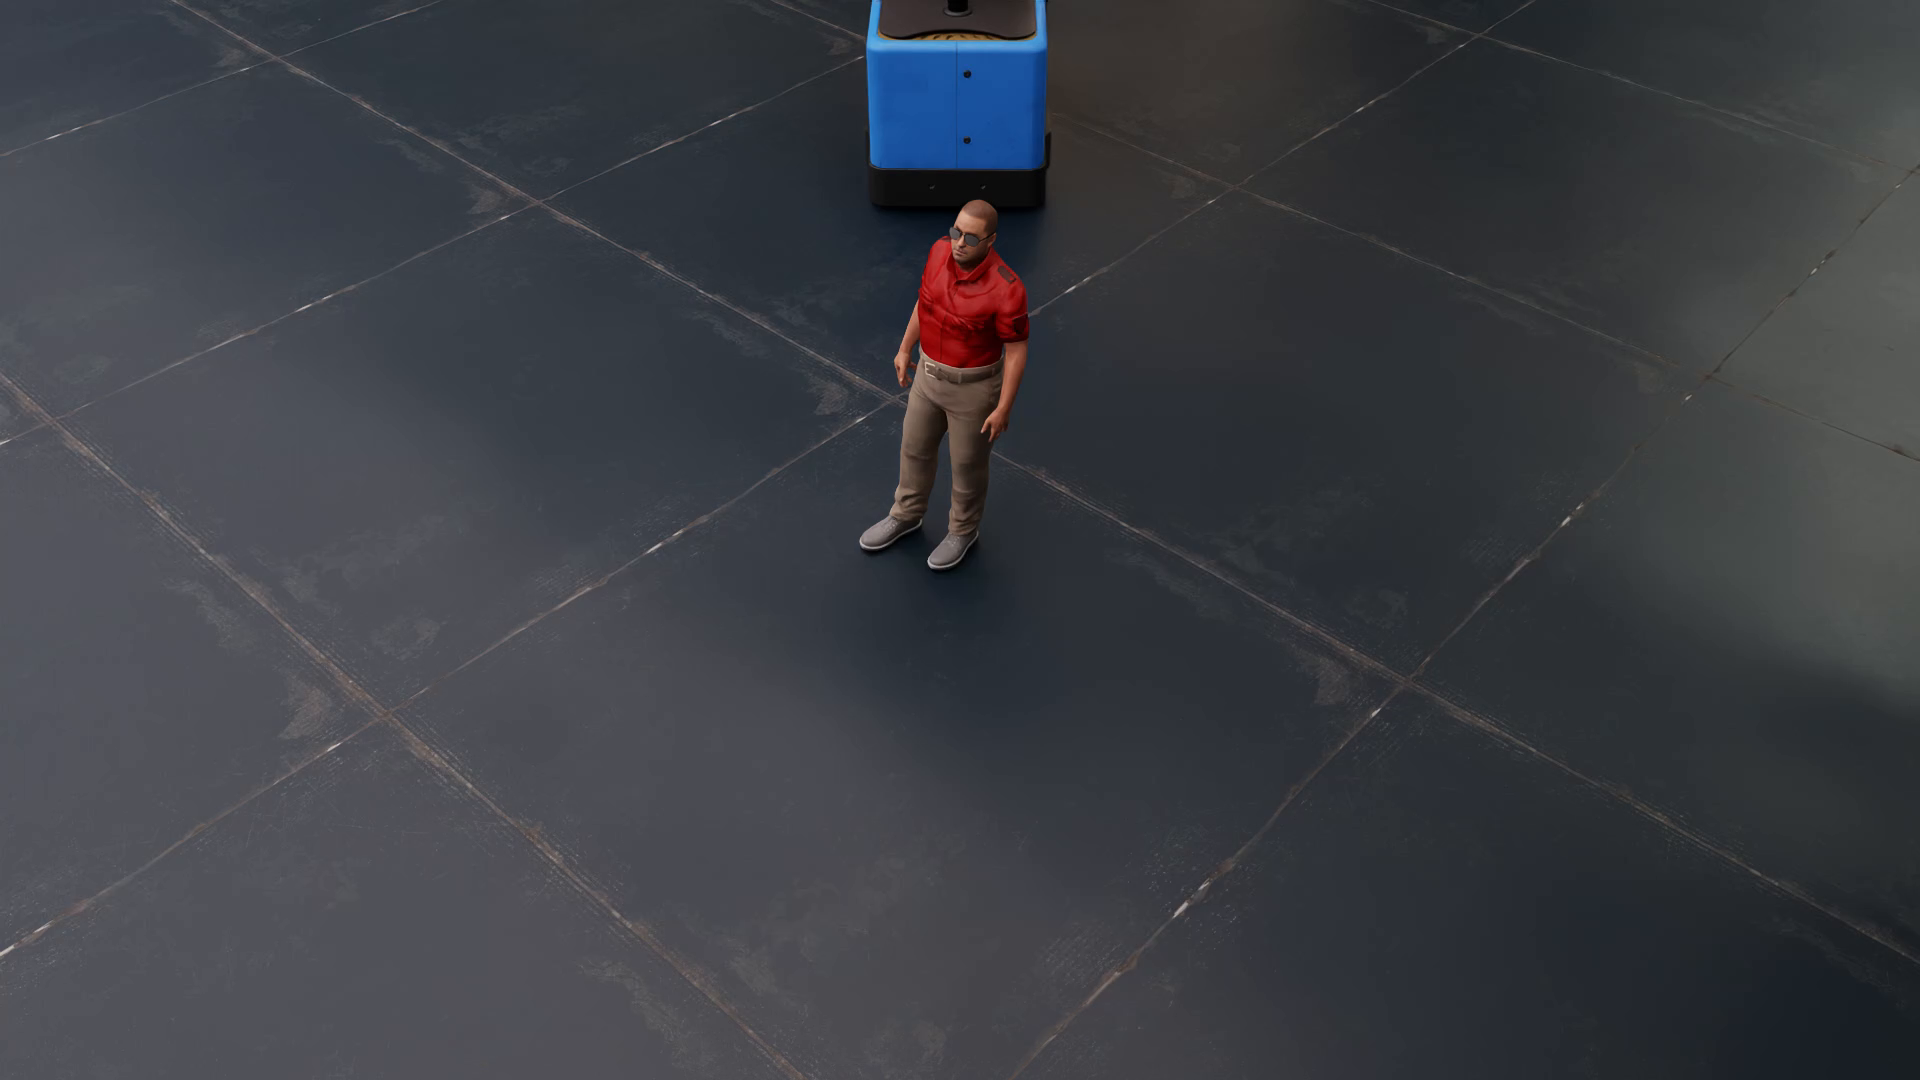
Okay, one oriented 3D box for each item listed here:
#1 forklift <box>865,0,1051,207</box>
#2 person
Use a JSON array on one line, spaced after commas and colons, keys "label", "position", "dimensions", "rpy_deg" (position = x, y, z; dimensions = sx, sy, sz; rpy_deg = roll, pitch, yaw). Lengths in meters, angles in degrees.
[{"label": "forklift", "position": [0.002, -4.025, 10.120], "dimensions": [1.130, 2.935, 3.031], "rpy_deg": [0, 41, 1]}, {"label": "person", "position": [-0.069, -0.624, 7.067], "dimensions": [0.641, 1.728, 0.550], "rpy_deg": [31, 49, 31]}]
